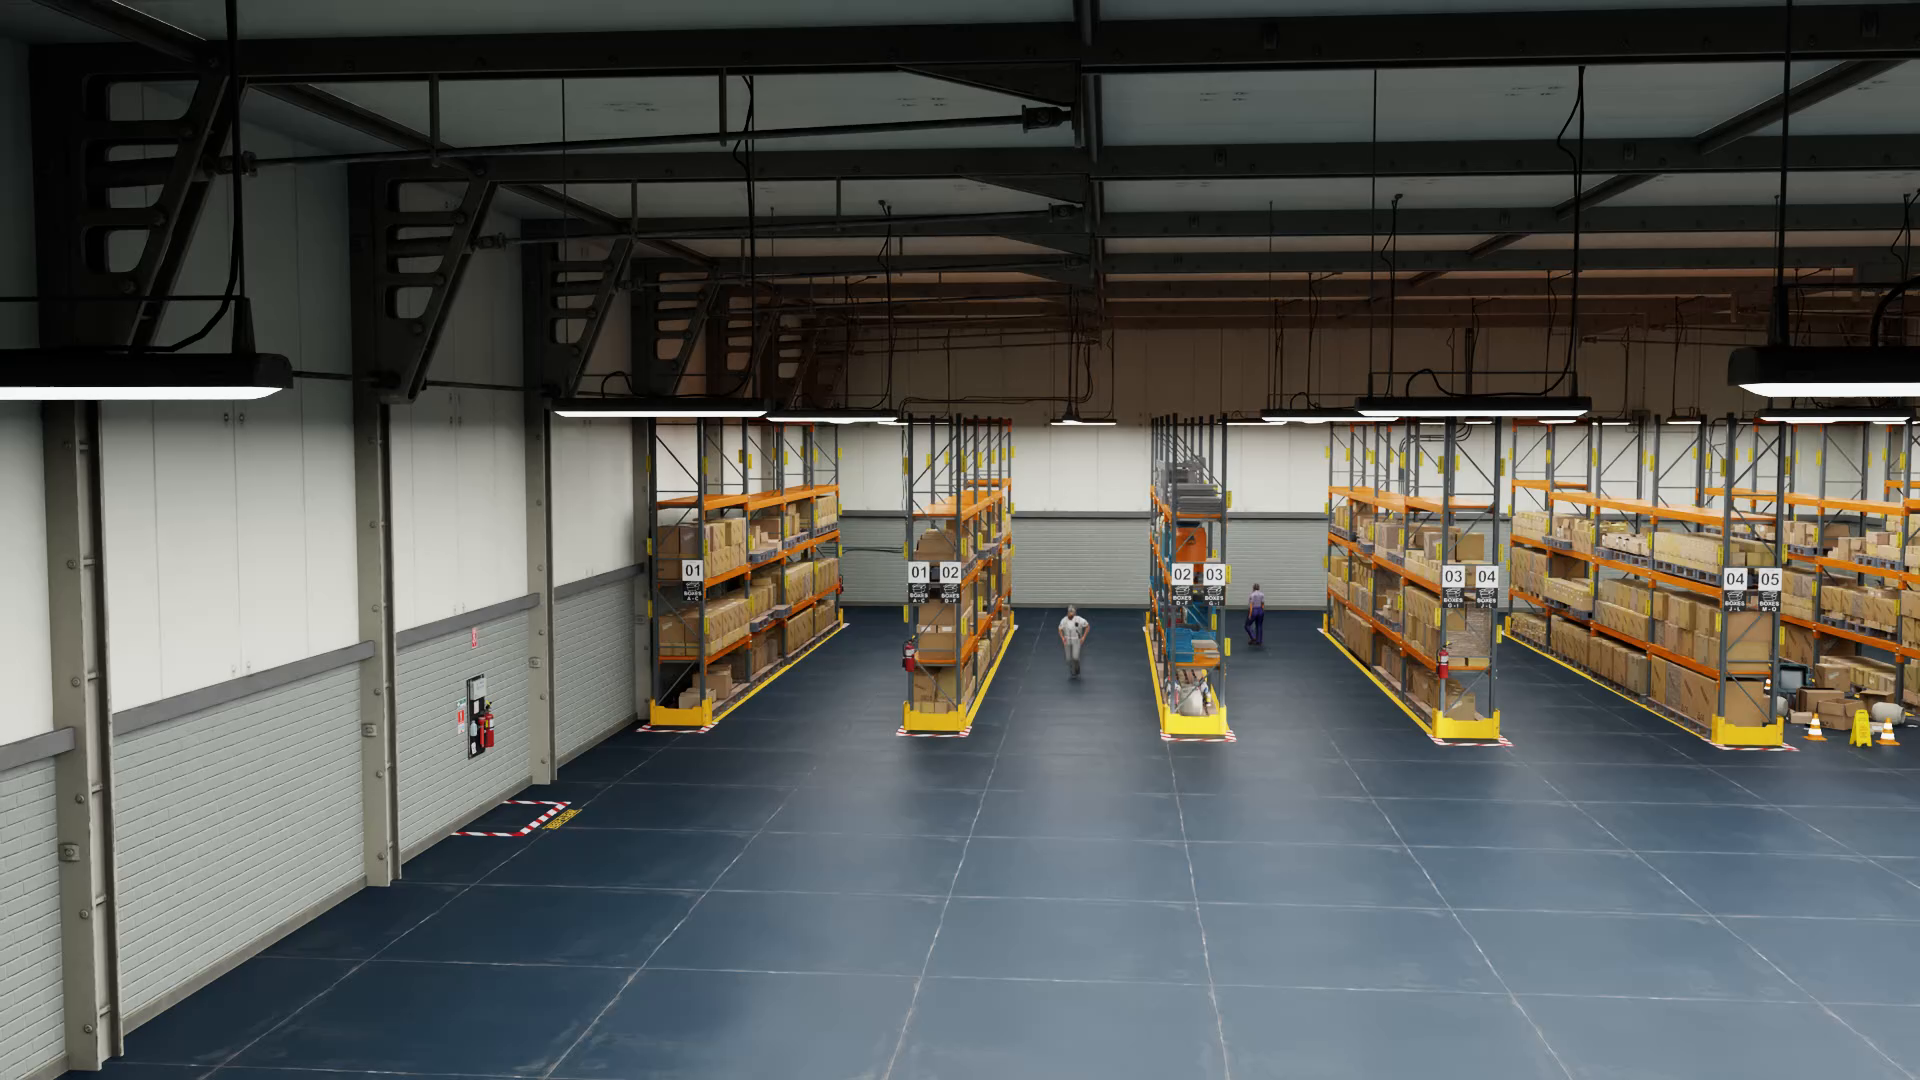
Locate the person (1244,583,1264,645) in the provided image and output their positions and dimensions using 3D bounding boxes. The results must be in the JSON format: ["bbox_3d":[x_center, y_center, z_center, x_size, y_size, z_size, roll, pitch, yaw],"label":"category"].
[{"bbox_3d":[7.790,1.955,43.798,0.536,1.648,0.437,-2,4,-29],"label":"person"}]

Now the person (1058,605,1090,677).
[{"bbox_3d":[2.612,2.318,38.043,0.711,1.700,0.731,1,4,17],"label":"person"}]
